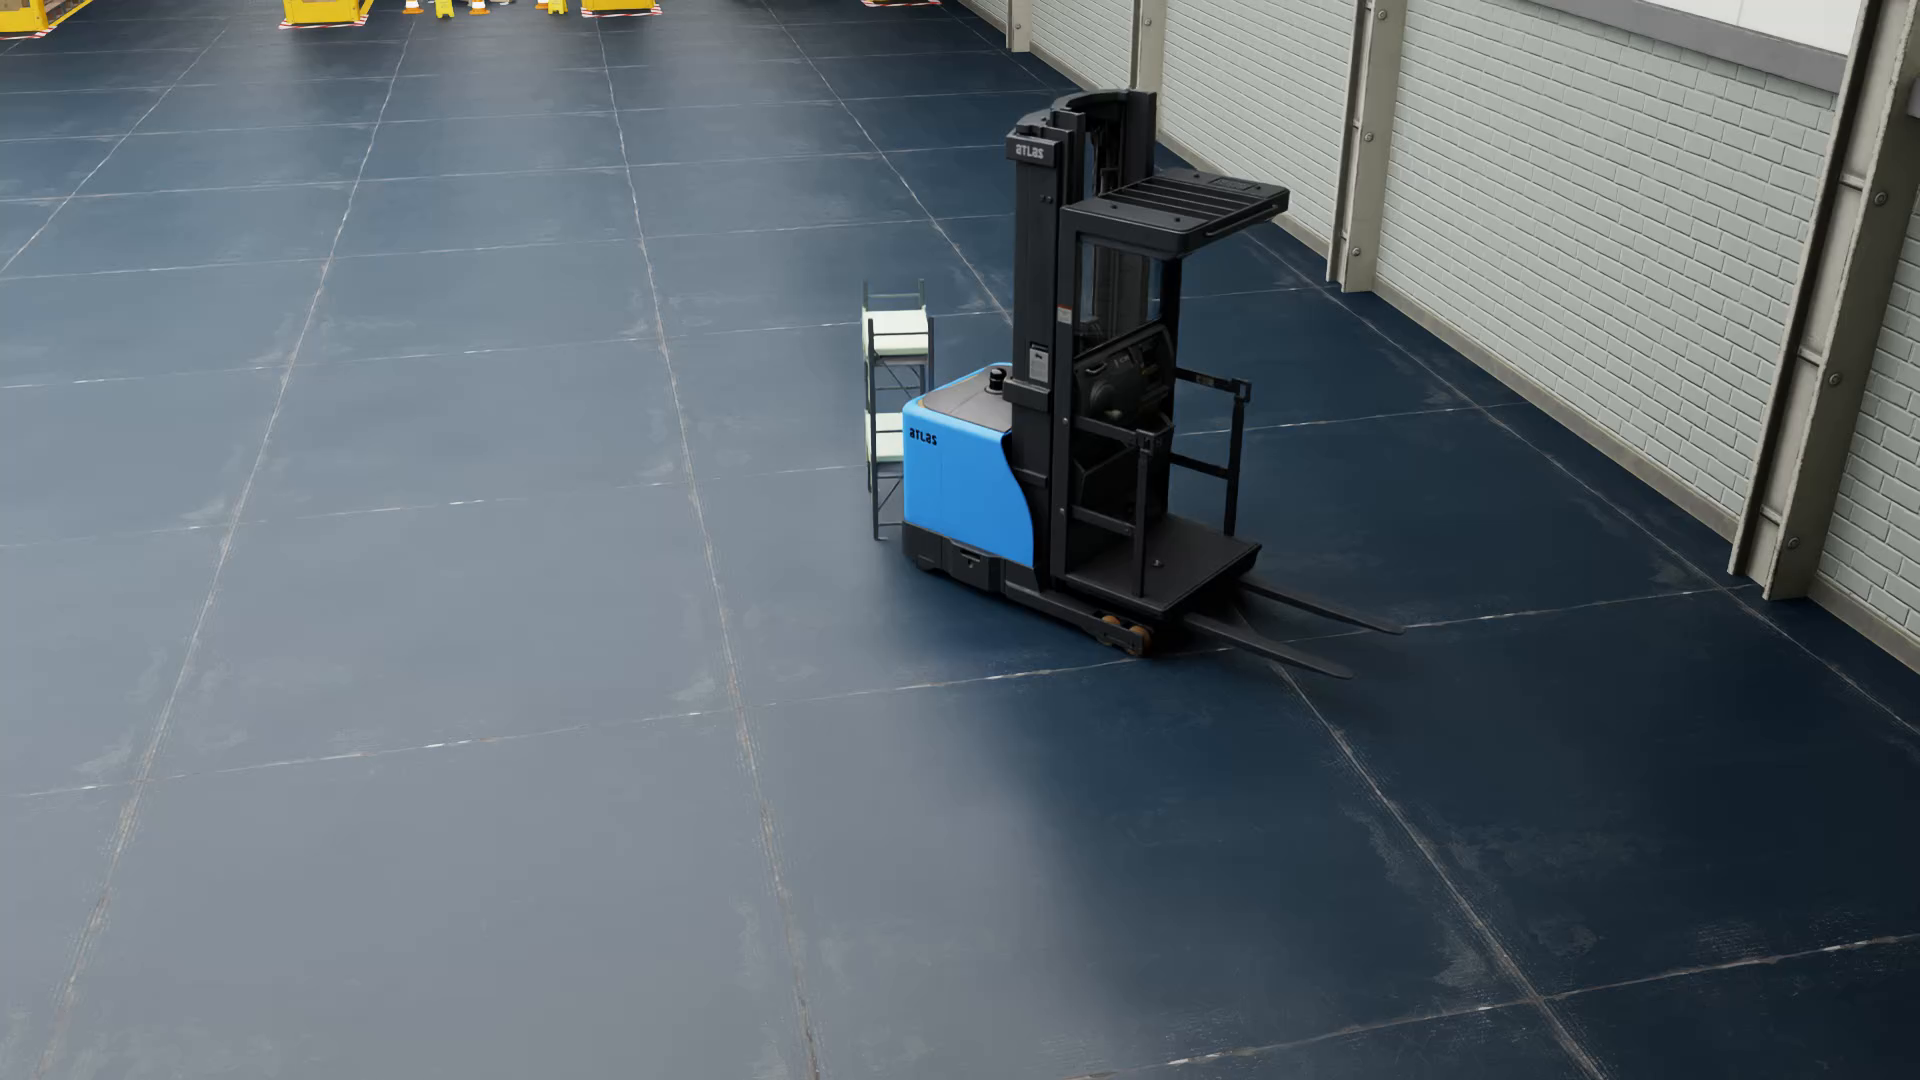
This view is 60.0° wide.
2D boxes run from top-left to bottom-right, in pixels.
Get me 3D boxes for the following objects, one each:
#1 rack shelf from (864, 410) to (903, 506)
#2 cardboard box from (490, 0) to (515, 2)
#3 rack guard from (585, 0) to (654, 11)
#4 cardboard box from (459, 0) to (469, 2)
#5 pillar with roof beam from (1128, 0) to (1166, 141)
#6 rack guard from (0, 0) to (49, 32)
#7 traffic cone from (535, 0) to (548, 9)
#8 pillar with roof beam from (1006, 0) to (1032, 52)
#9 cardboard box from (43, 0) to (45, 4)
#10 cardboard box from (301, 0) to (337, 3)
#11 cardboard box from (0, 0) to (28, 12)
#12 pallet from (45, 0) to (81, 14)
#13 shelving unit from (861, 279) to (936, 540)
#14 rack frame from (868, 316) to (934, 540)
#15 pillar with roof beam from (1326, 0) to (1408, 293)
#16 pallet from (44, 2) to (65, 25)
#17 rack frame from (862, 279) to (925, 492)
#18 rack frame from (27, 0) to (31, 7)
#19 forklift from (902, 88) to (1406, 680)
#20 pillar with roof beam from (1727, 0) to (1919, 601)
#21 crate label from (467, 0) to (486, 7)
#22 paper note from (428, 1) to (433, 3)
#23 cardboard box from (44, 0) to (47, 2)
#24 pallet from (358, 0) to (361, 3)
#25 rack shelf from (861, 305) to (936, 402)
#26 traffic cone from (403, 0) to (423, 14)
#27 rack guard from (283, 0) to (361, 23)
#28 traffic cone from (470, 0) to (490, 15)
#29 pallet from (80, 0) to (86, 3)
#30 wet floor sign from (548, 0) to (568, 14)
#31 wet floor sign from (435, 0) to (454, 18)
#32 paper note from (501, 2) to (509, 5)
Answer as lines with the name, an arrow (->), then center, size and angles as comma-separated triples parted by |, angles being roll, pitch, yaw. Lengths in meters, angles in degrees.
rack shelf -> -0.396, -0.554, 10.907 | 0.431, 0.370, 0.720 | -3, 27, -5
cardboard box -> -8.255, -9.806, 30.013 | 0.380, 0.149, 0.250 | 8, 28, 15
rack guard -> -6.009, -9.626, 29.267 | 1.175, 0.500, 0.348 | -6, 27, -12
cardboard box -> -8.854, -10.108, 30.218 | 0.637, 0.503, 0.797 | 19, 32, 32
pillar with roof beam -> -1.925, -8.584, 17.771 | 9.100, 9.000, 0.400 | -6, 27, -12
rack guard -> -15.664, -8.620, 27.273 | 1.175, 0.500, 0.348 | -6, 27, -12
traffic cone -> -7.346, -9.634, 29.323 | 0.336, 0.463, 0.334 | -6, 27, -12
pillar with roof beam -> -3.278, -11.218, 22.989 | 9.100, 9.000, 0.400 | -6, 27, -12
cardboard box -> -15.939, -9.309, 28.172 | 0.500, 0.500, 0.500 | 1, 27, 2
cardboard box -> -11.009, -9.691, 28.514 | 0.875, 0.875, 0.875 | -6, 27, -11
cardboard box -> -15.771, -9.050, 27.659 | 0.500, 0.500, 0.500 | -1, 27, -2
pallet -> -16.084, -9.385, 29.111 | 1.003, 0.211, 1.213 | -6, 27, -12
shelving unit -> -0.396, -0.845, 10.761 | 0.431, 1.500, 0.755 | -3, 27, -5
rack frame -> -0.361, -0.681, 10.435 | 0.400, 1.500, 0.023 | -3, 27, -5
pillar with roof beam -> -0.573, -5.950, 12.552 | 9.100, 9.000, 0.400 | -6, 27, -12
pallet -> -15.813, -8.851, 28.052 | 1.003, 0.211, 1.213 | -6, 27, -12
rack frame -> -0.431, -1.010, 11.086 | 0.400, 1.500, 0.023 | -3, 27, -5
rack frame -> -15.647, -9.702, 26.643 | 1.000, 3.000, 0.127 | -6, 27, -12
forklift -> 1.100, -0.920, 9.320 | 3.031, 2.935, 1.130 | 20, 33, 34
pillar with roof beam -> 0.779, -3.316, 7.334 | 9.100, 9.000, 0.400 | -6, 27, -12
crate label -> -8.588, -9.565, 29.549 | 0.250, 0.136, 0.298 | -23, 35, -38
paper note -> -9.482, -9.678, 29.892 | 0.144, 0.017, 0.142 | 3, 27, 6
cardboard box -> -16.062, -9.585, 28.720 | 0.500, 0.500, 0.500 | -3, 27, -7
pallet -> -11.320, -9.794, 29.920 | 1.003, 0.211, 1.213 | -6, 27, -12
rack shelf -> -0.396, -1.194, 10.585 | 0.431, 0.370, 0.720 | -3, 27, -5
traffic cone -> -9.528, -9.406, 28.873 | 0.336, 0.463, 0.334 | -6, 27, -12
rack guard -> -10.786, -9.035, 28.096 | 1.175, 0.500, 0.348 | -6, 27, -12
traffic cone -> -8.350, -9.372, 28.804 | 0.336, 0.463, 0.334 | -6, 27, -12
pallet -> -16.363, -9.922, 30.174 | 1.003, 0.211, 1.213 | -6, 27, -12
wet floor sign -> -6.992, -9.465, 28.787 | 0.267, 0.644, 0.232 | 3, 27, 6
wet floor sign -> -8.856, -9.299, 28.457 | 0.267, 0.644, 0.232 | -11, 29, -20
paper note -> -8.144, -9.596, 29.728 | 0.148, 0.019, 0.142 | -16, 31, -29
